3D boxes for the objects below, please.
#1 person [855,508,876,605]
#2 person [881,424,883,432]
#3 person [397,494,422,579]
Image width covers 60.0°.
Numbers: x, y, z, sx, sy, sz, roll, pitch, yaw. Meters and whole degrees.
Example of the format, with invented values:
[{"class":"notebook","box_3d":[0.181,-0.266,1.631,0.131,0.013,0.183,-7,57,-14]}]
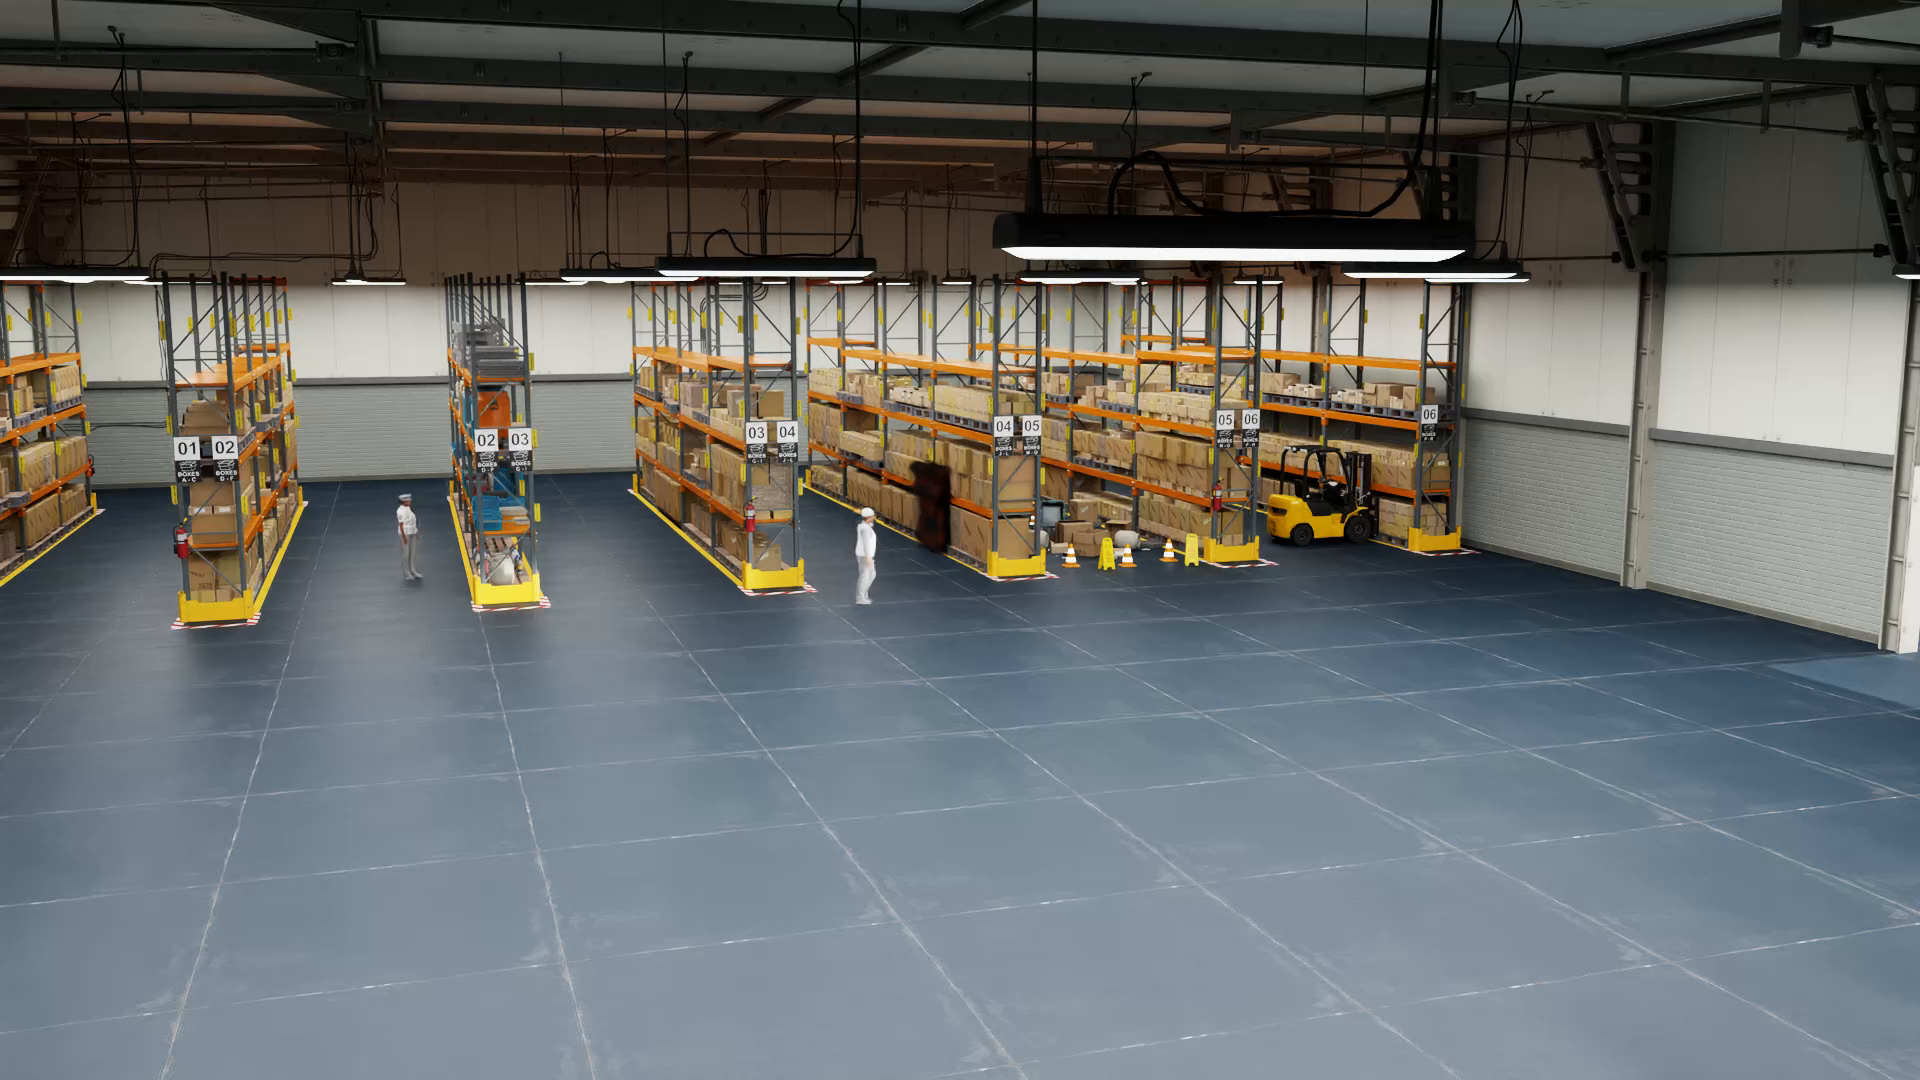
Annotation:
[{"class":"person","box_3d":[-1.720,0.300,30.353,0.421,1.788,0.639,-1,9,-8]},{"class":"person","box_3d":[-2.279,-2.494,48.621,0.354,1.813,0.604,-3,9,-19]},{"class":"person","box_3d":[-10.969,-0.069,33.153,0.430,1.696,0.484,3,9,17]}]
